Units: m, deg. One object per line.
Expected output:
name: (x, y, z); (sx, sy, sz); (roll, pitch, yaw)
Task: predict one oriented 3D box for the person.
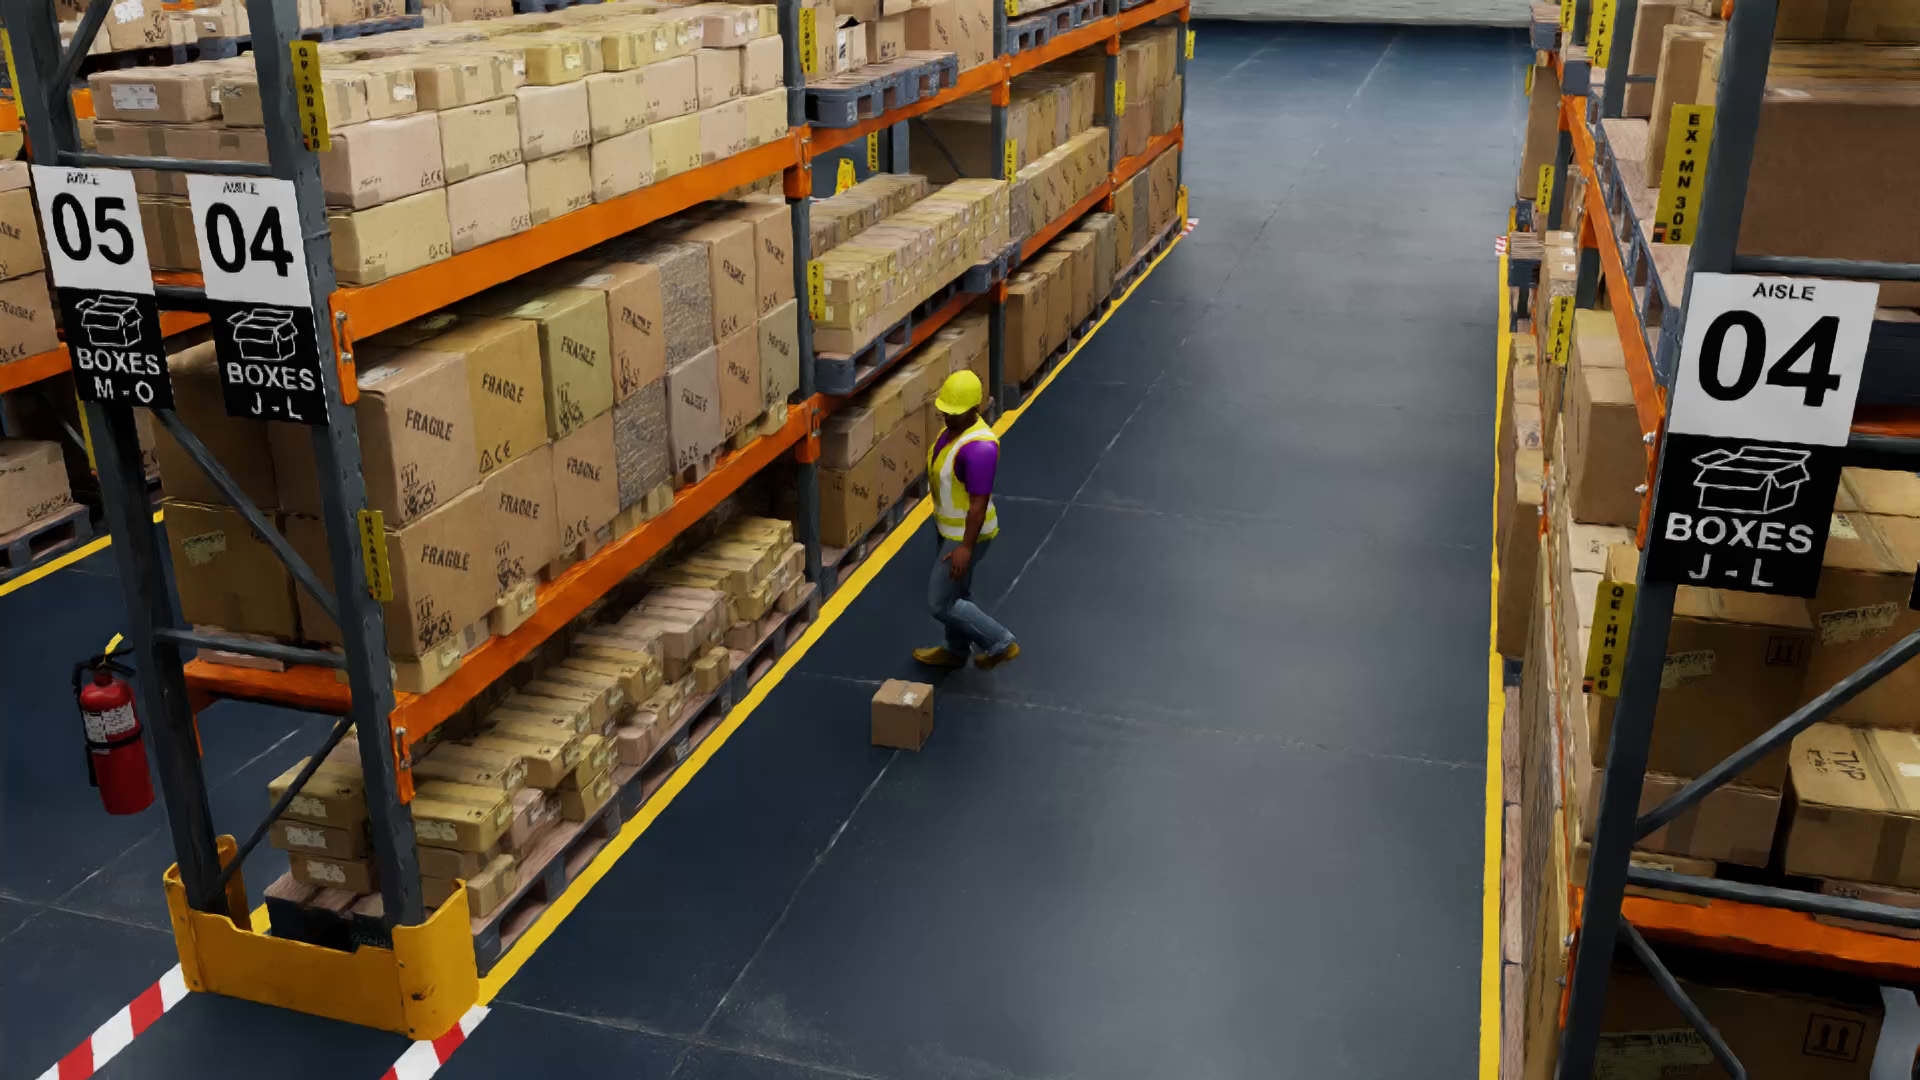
person: (0.042, -0.059, 8.688); (0.520, 1.757, 0.635); (-4, 22, -11)
